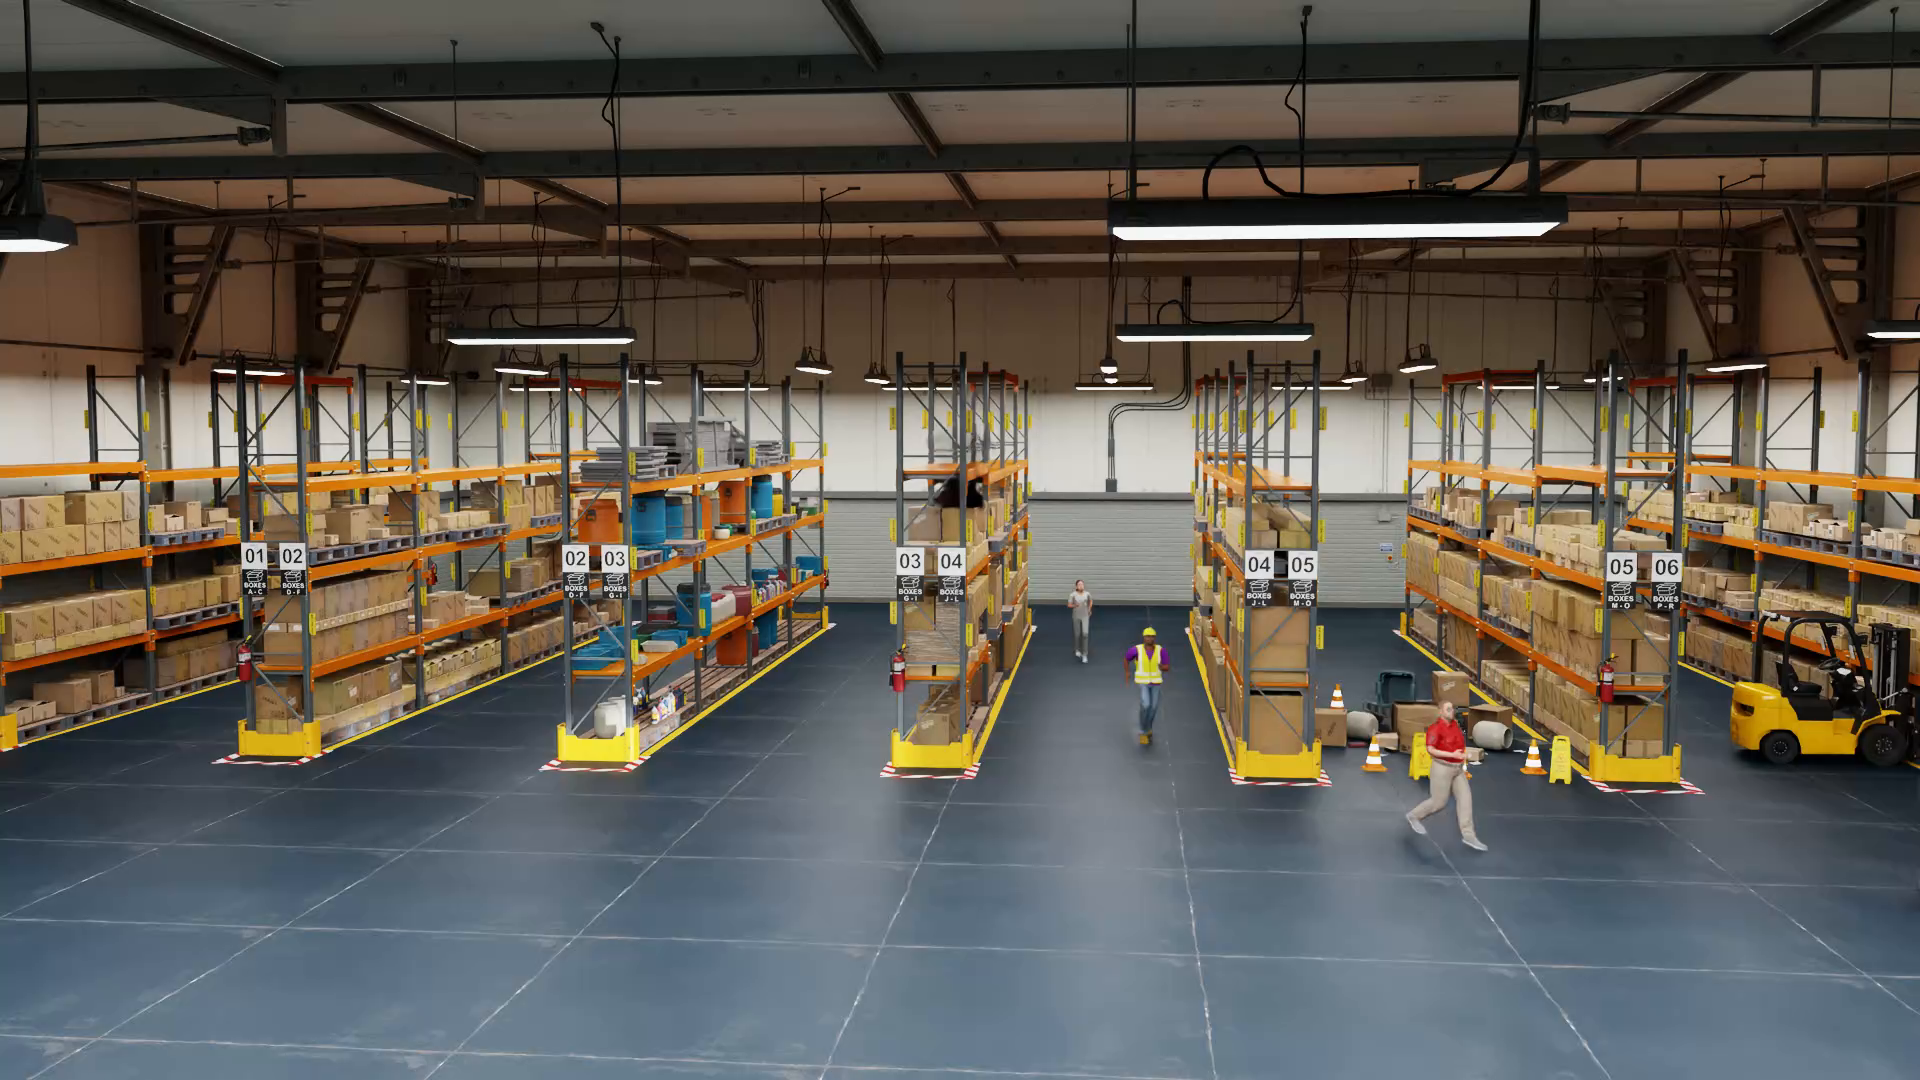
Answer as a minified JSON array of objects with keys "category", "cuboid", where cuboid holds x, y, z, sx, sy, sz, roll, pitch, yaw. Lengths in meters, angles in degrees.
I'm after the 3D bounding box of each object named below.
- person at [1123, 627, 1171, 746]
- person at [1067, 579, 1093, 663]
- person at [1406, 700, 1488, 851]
[{"category":"person","cuboid":[2.942,2.277,25.978,0.678,1.831,0.770,-1,4,-9]},{"category":"person","cuboid":[2.523,1.673,34.884,0.555,1.708,0.840,0,4,-1]},{"category":"person","cuboid":[5.771,2.742,19.642,0.675,1.714,1.032,-3,5,-36]}]
